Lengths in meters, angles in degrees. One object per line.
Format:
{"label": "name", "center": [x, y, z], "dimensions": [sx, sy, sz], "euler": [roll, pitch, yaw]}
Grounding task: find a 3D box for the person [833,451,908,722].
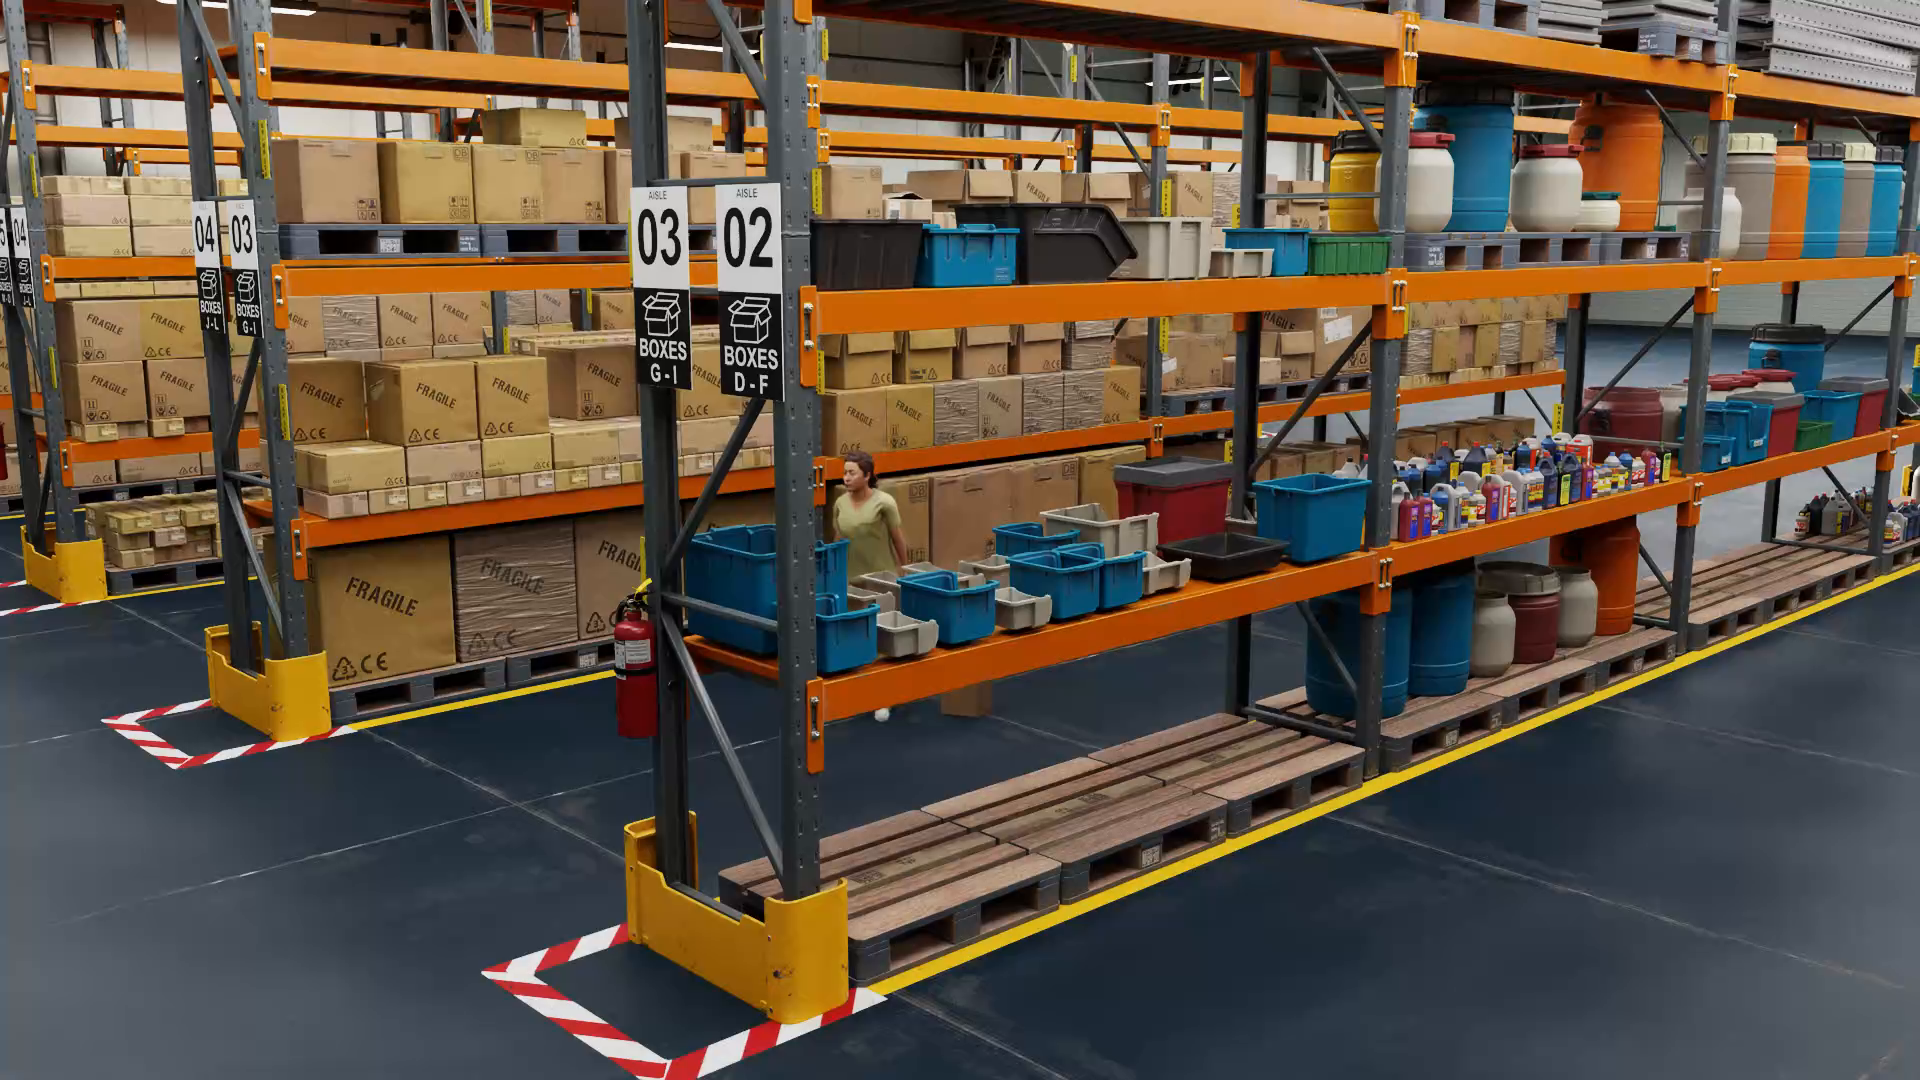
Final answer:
{"label": "person", "center": [-0.573, 0.267, 10.538], "dimensions": [0.473, 1.688, 0.539], "euler": [6, 12, 29]}
